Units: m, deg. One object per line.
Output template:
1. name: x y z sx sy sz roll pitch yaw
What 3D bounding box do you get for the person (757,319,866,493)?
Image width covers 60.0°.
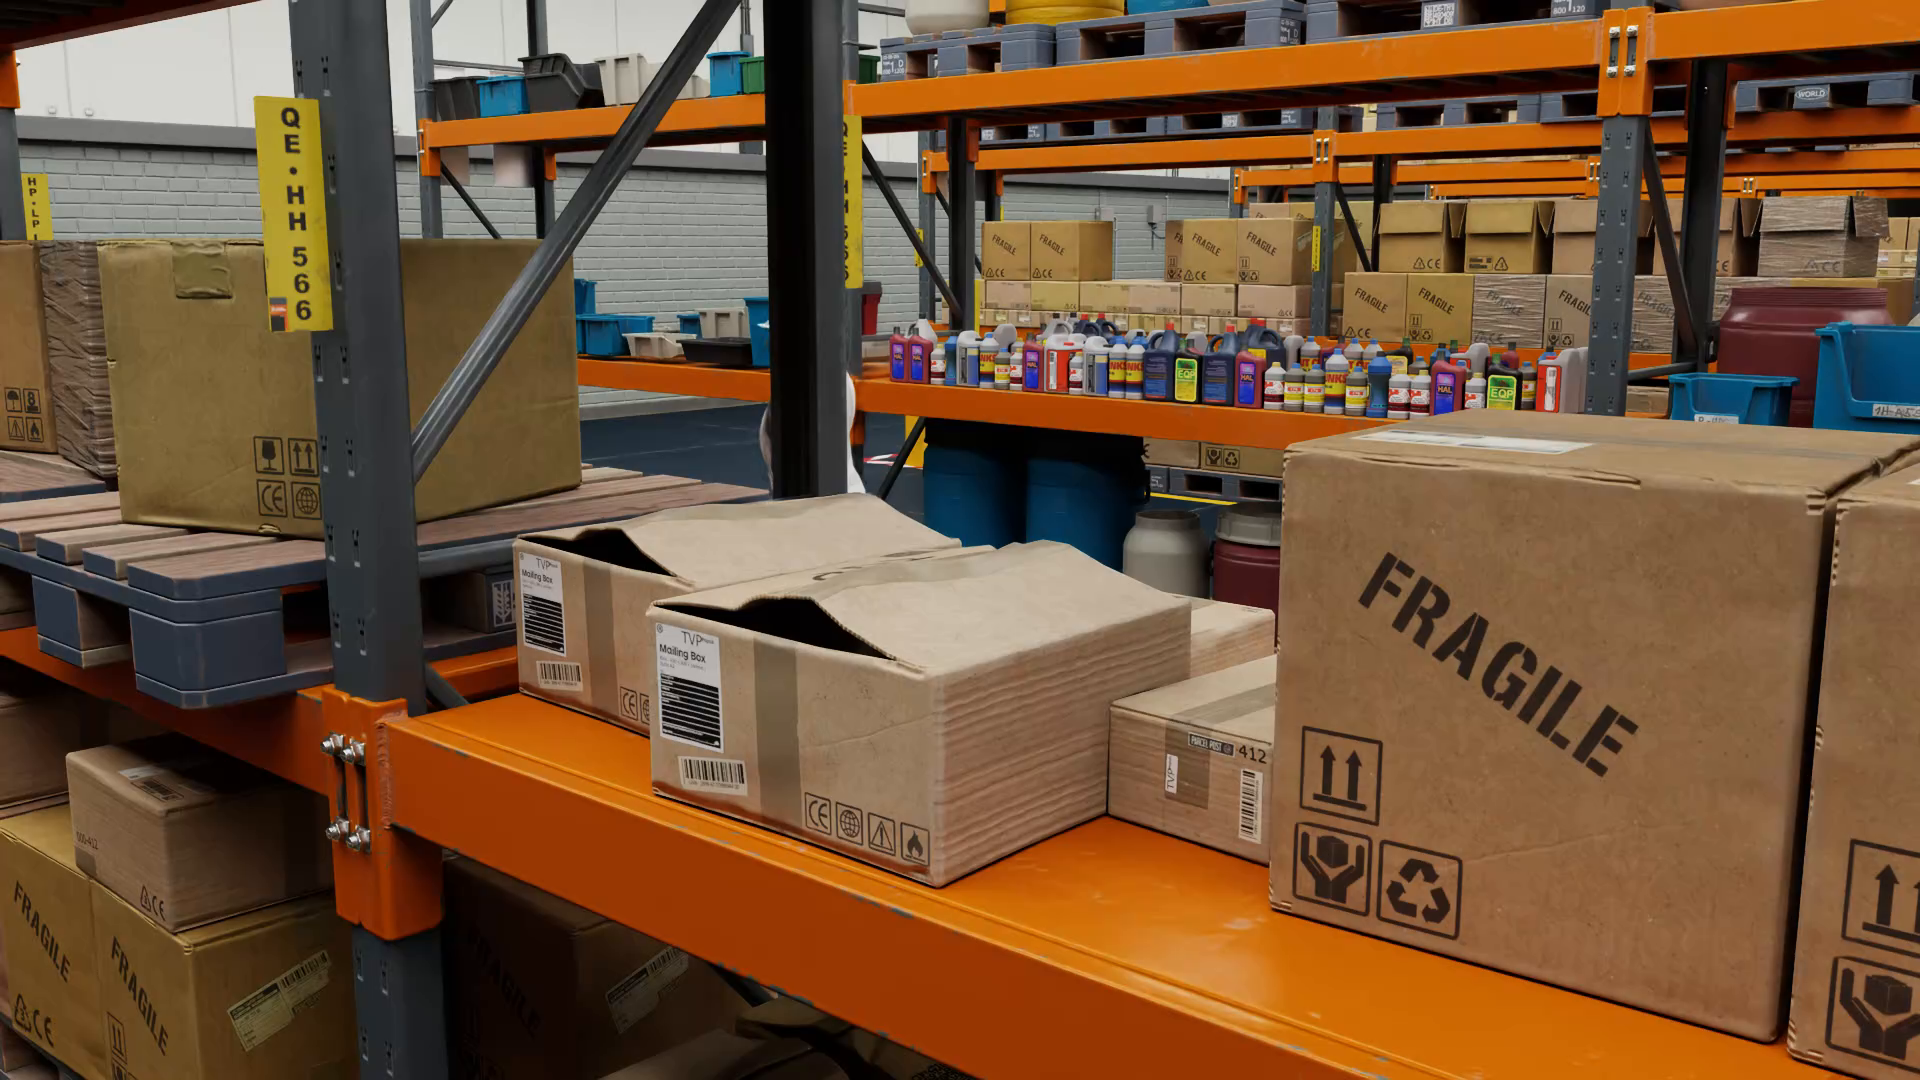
1. person: -0.525 -0.081 6.715 0.553 1.780 0.609 4 11 20
